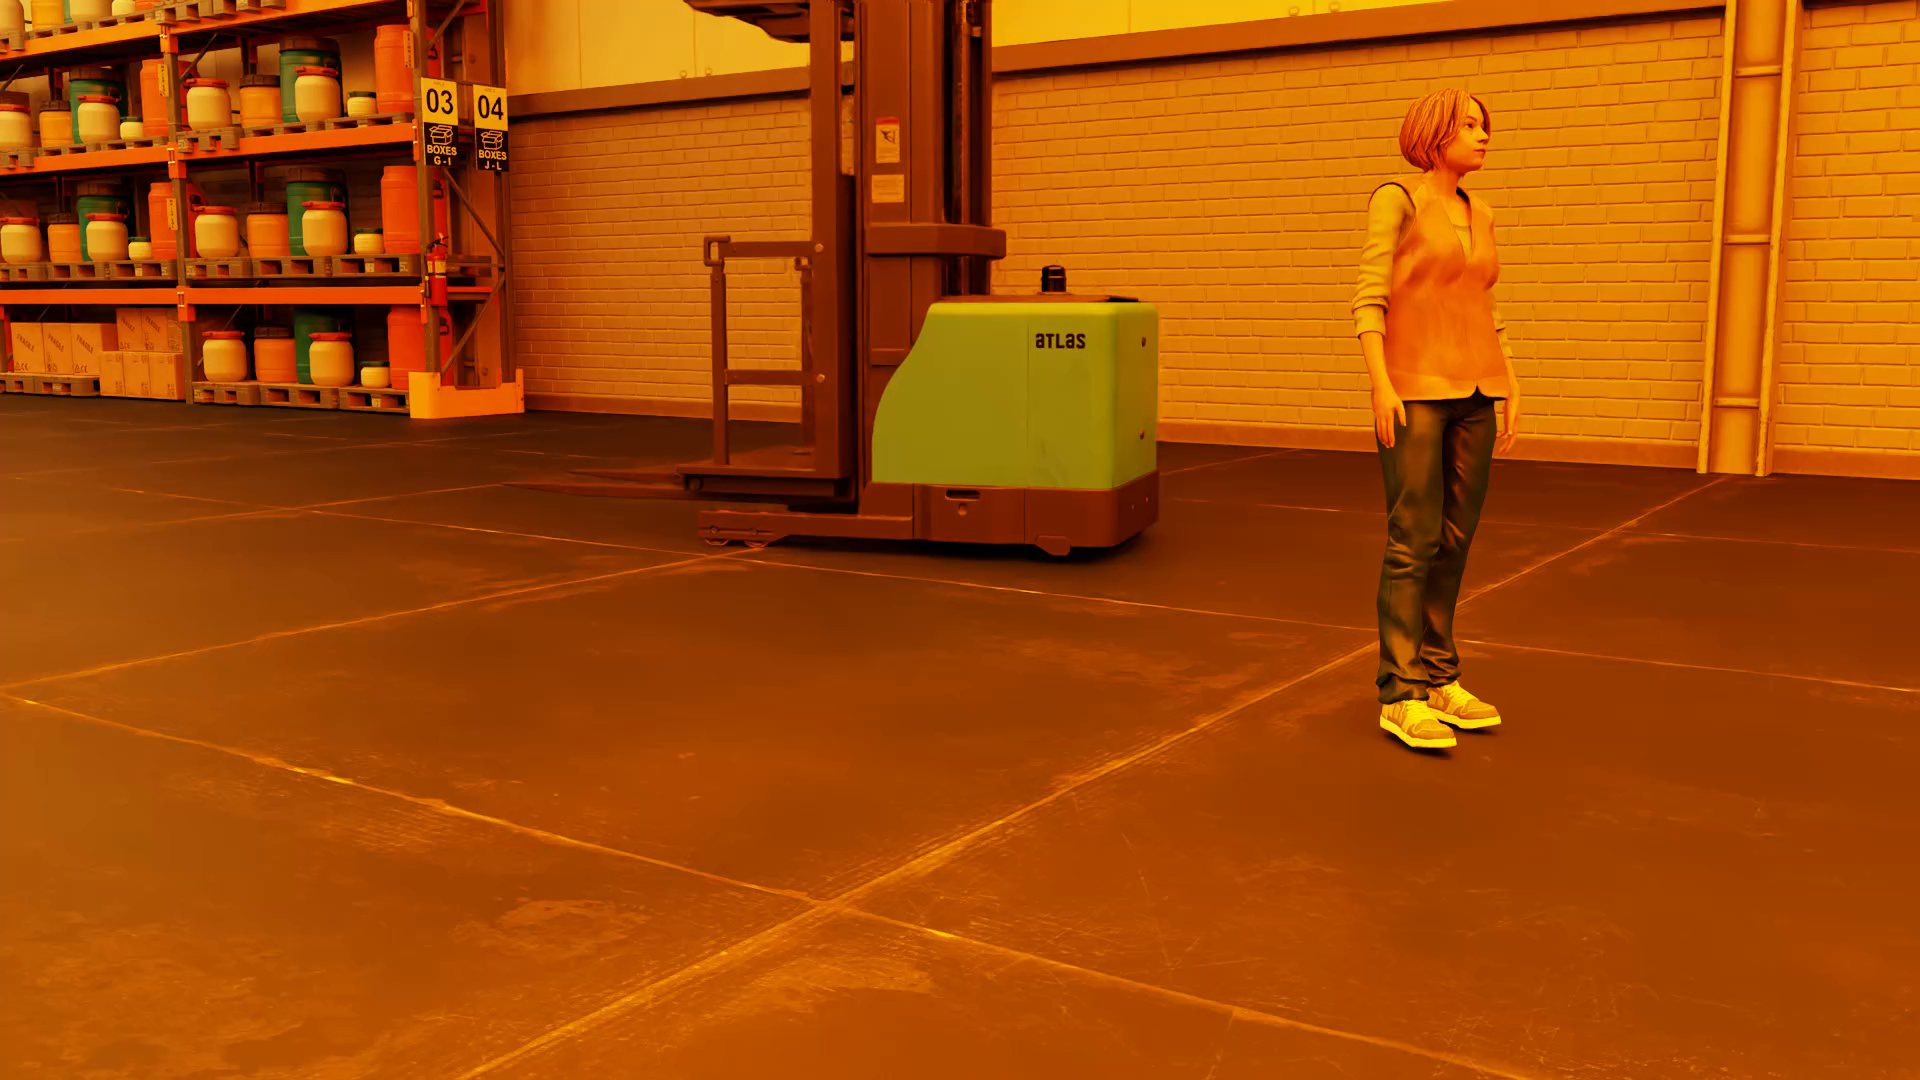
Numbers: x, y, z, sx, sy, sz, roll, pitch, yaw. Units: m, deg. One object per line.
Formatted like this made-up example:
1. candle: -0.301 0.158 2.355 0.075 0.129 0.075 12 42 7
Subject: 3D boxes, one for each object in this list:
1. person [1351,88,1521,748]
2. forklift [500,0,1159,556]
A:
1. person: 1.237 -0.322 4.142 0.519 1.599 0.473 -5 9 -30
2. forklift: -0.652 -1.480 7.600 3.031 2.935 1.130 3 8 18
